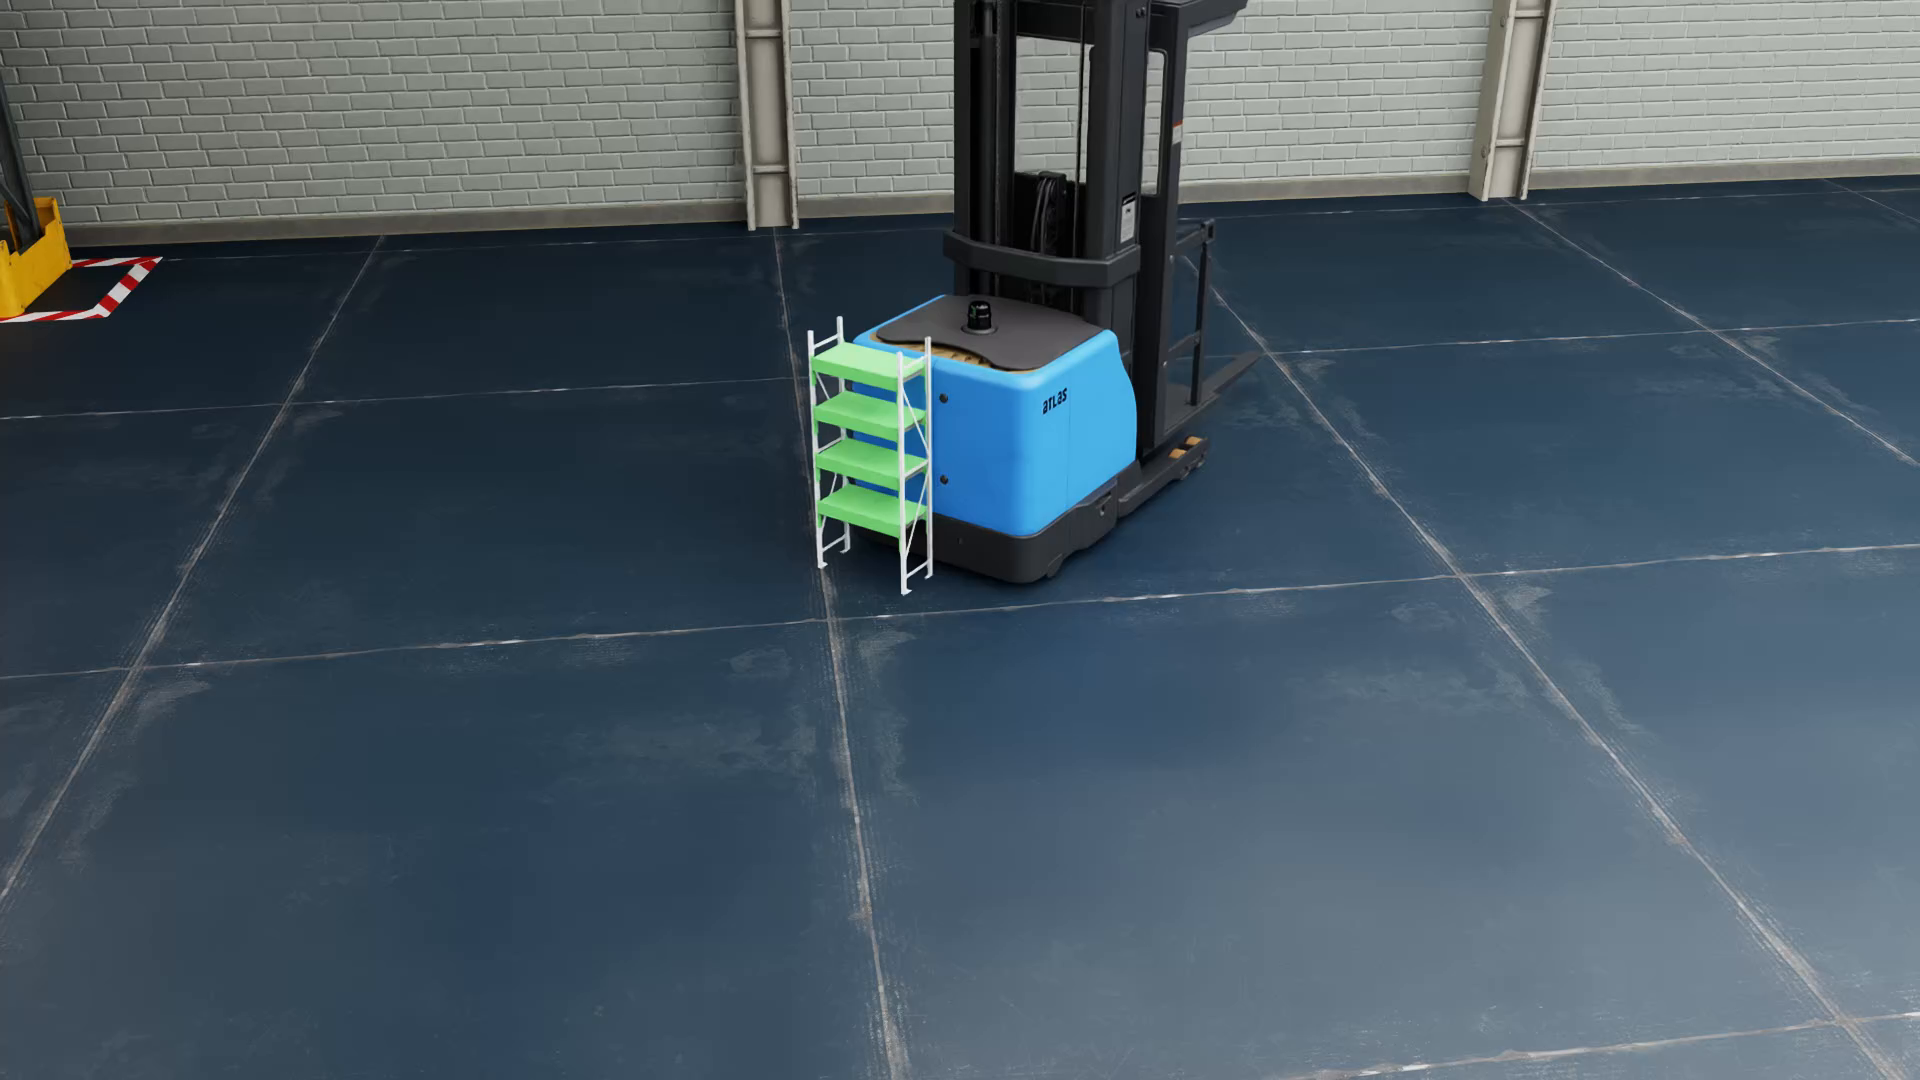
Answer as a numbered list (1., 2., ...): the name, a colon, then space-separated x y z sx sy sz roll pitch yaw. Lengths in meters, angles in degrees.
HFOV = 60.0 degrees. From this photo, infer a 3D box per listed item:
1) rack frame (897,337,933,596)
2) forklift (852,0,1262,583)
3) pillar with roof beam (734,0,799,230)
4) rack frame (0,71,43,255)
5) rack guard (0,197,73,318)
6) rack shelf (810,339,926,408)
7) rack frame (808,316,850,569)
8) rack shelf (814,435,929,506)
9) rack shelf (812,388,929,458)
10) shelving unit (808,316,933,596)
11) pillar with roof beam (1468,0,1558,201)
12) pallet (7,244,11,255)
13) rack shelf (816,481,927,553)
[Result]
1. rack frame: -0.202 -0.321 7.562 0.015 1.200 0.240 17 31 29
2. forklift: 0.700 -1.730 8.410 1.130 2.935 3.031 17 31 29
3. pillar with roof beam: -0.875 -4.549 7.259 0.400 9.000 9.100 -4 27 -7
4. rack frame: -6.601 -3.082 10.970 0.127 3.000 1.000 -4 27 -7
5. rack guard: -6.577 -1.971 11.544 0.348 0.500 1.175 -4 27 -7
6. rack shelf: -0.406 -0.752 7.491 0.480 0.148 0.258 17 31 29
7. rack frame: -0.611 -0.443 7.799 0.015 1.200 0.240 17 31 29
8. rack shelf: -0.406 -0.325 7.710 0.480 0.148 0.258 17 31 29
9. rack shelf: -0.406 -0.539 7.600 0.480 0.148 0.258 17 31 29
10. shelving unit: -0.406 -0.382 7.681 0.503 1.200 0.258 17 31 29
11. pillar with roof beam: 5.067 -4.931 8.003 0.400 9.000 9.100 -4 27 -7
12. pallet: -7.352 -1.774 11.475 1.213 0.211 1.003 -4 27 -7
13. rack shelf: -0.406 -0.112 7.819 0.480 0.148 0.258 17 31 29
